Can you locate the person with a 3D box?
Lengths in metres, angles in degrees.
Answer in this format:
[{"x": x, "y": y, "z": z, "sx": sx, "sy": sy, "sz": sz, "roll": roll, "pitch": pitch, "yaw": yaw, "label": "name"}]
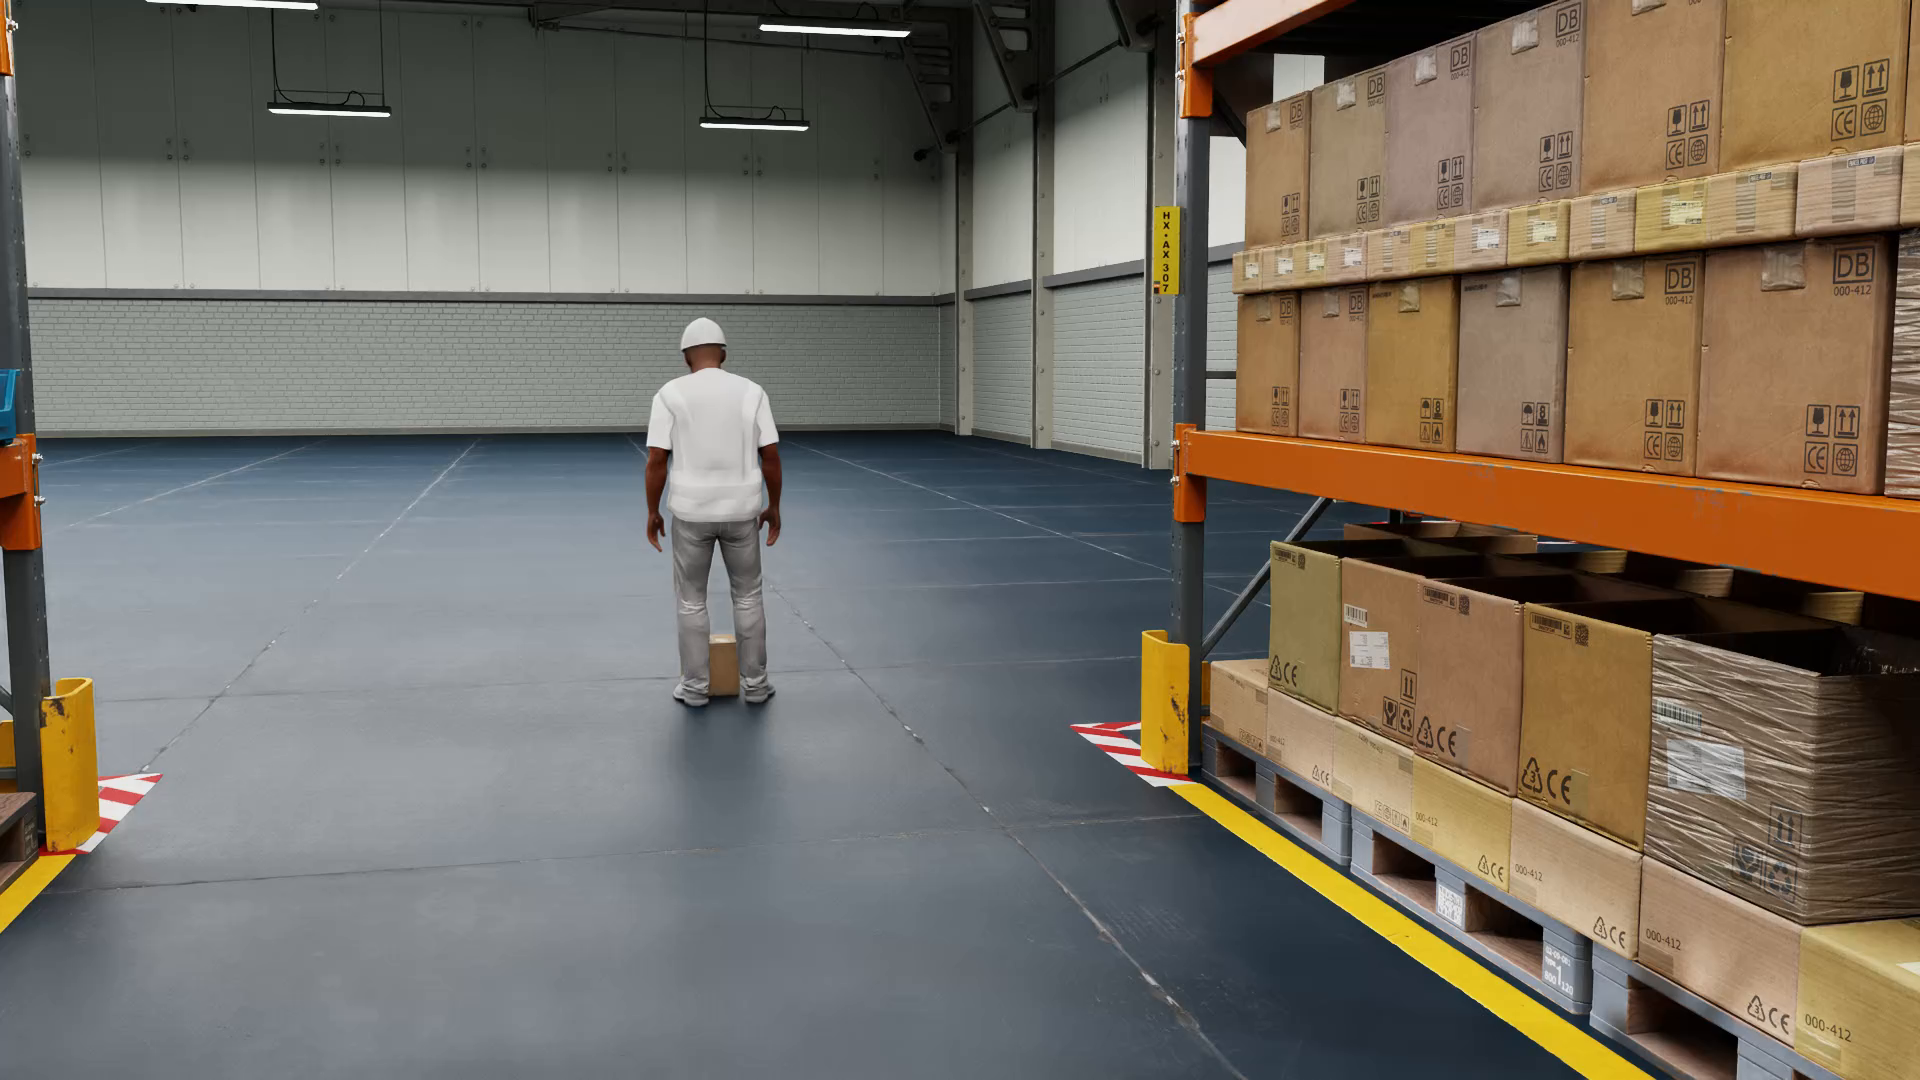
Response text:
[{"x": -1.126, "y": -0.131, "z": 7.606, "sx": 0.626, "sy": 1.759, "sz": 0.463, "roll": -2, "pitch": 6, "yaw": -16, "label": "person"}]
